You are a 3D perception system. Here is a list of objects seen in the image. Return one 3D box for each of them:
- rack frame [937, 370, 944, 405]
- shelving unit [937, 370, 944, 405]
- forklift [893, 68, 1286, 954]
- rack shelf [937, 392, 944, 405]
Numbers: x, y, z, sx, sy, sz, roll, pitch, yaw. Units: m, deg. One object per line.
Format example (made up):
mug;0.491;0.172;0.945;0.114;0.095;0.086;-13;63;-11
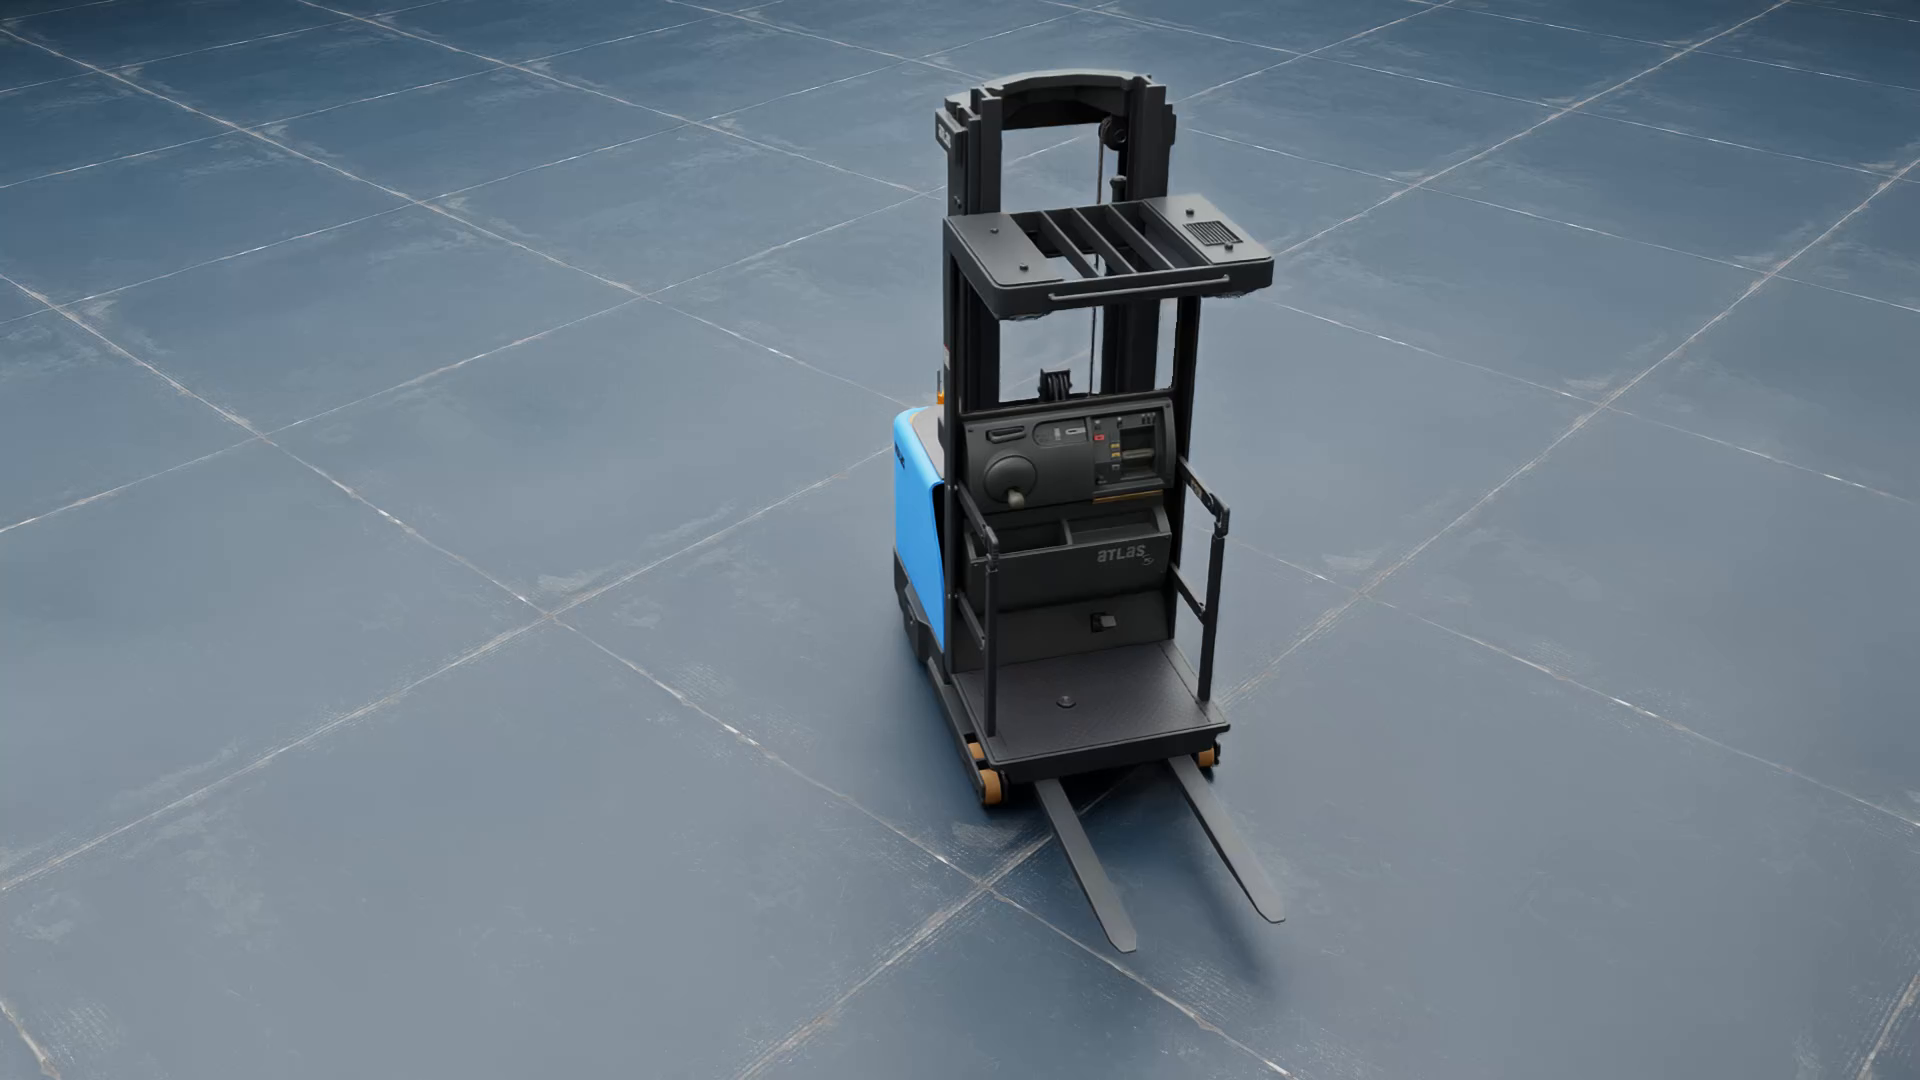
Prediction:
rack frame;-0.051;-0.473;9.019;0.008;1.050;0.200;25;39;35
shelving unit;0.040;-0.431;8.948;0.252;1.050;0.215;25;39;35
forklift;0.534;-0.312;6.927;1.130;2.935;3.031;-8;32;-13
rack shelf;0.040;-0.665;8.808;0.240;0.259;0.215;25;39;35
